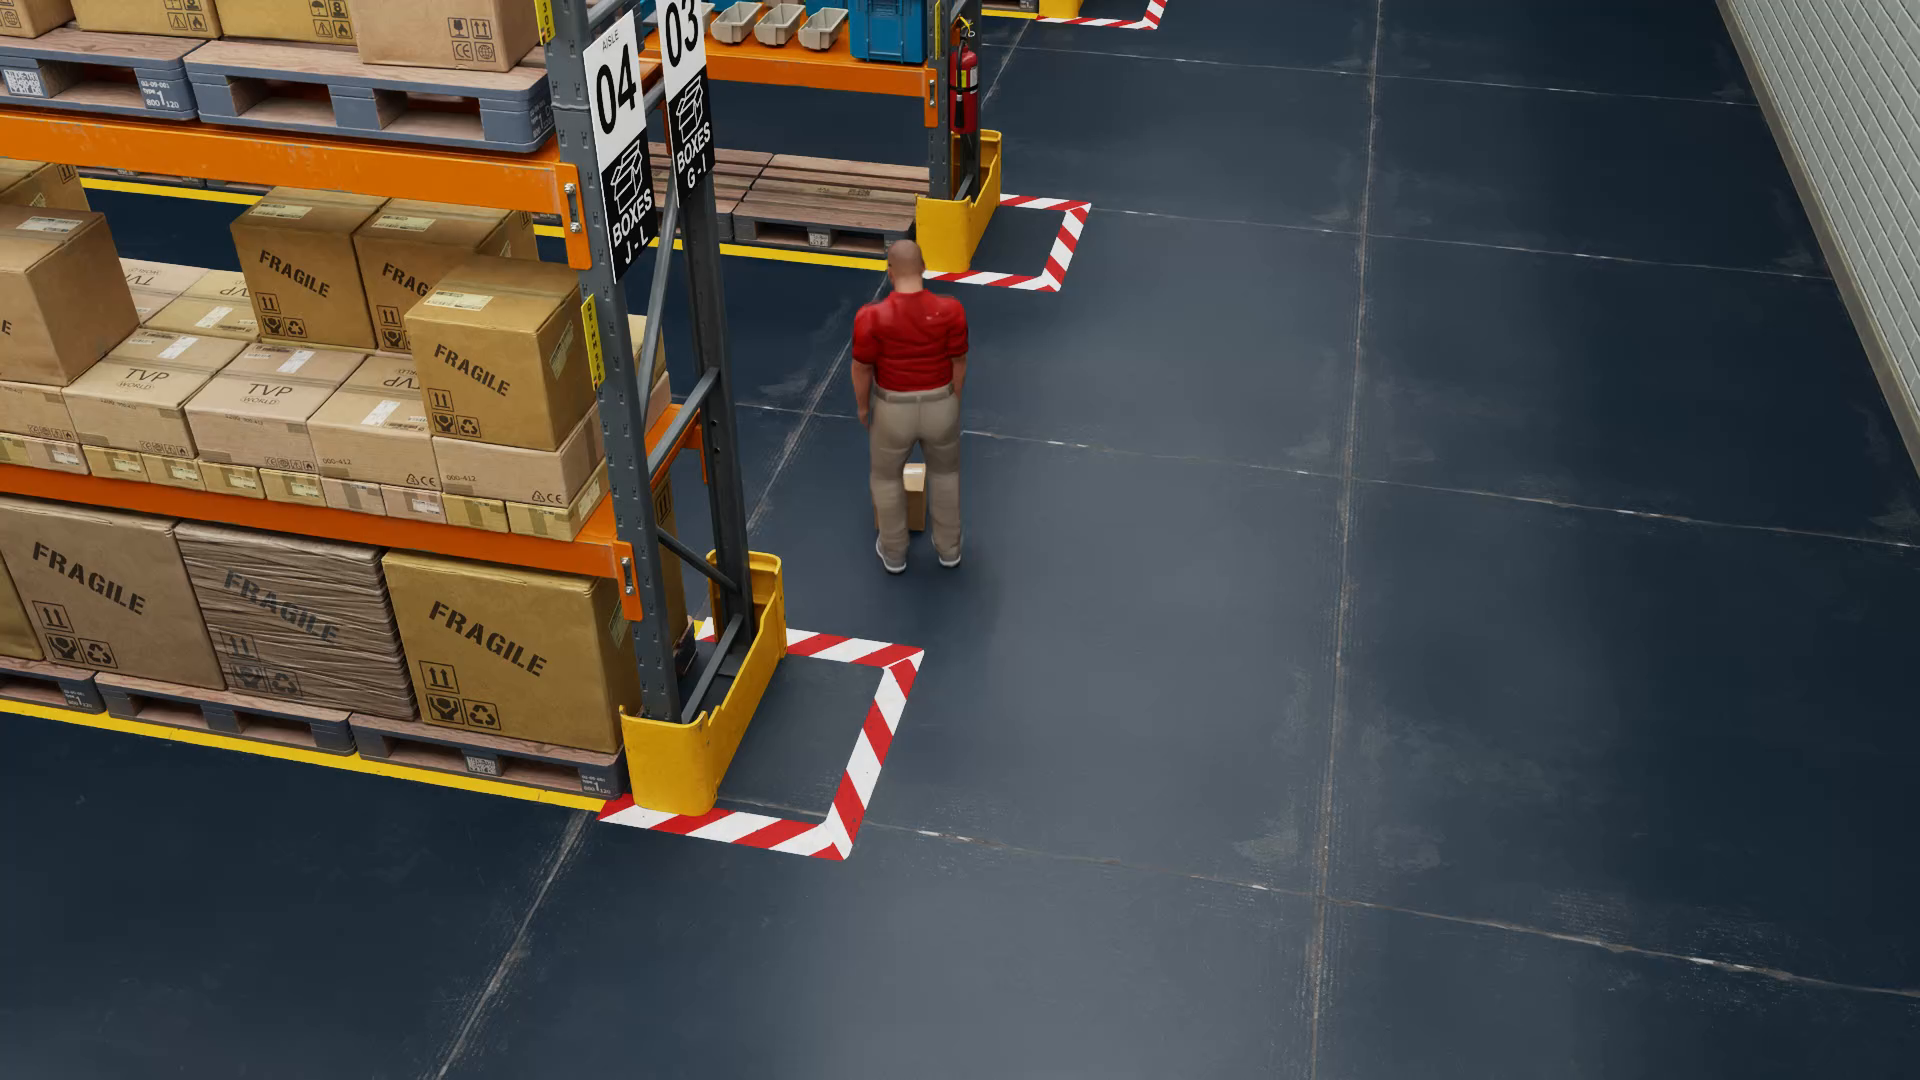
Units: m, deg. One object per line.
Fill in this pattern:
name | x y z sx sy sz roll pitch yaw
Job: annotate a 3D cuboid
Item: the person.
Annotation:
person | -0.235 -0.606 7.825 0.538 1.712 0.366 -5 37 -7
